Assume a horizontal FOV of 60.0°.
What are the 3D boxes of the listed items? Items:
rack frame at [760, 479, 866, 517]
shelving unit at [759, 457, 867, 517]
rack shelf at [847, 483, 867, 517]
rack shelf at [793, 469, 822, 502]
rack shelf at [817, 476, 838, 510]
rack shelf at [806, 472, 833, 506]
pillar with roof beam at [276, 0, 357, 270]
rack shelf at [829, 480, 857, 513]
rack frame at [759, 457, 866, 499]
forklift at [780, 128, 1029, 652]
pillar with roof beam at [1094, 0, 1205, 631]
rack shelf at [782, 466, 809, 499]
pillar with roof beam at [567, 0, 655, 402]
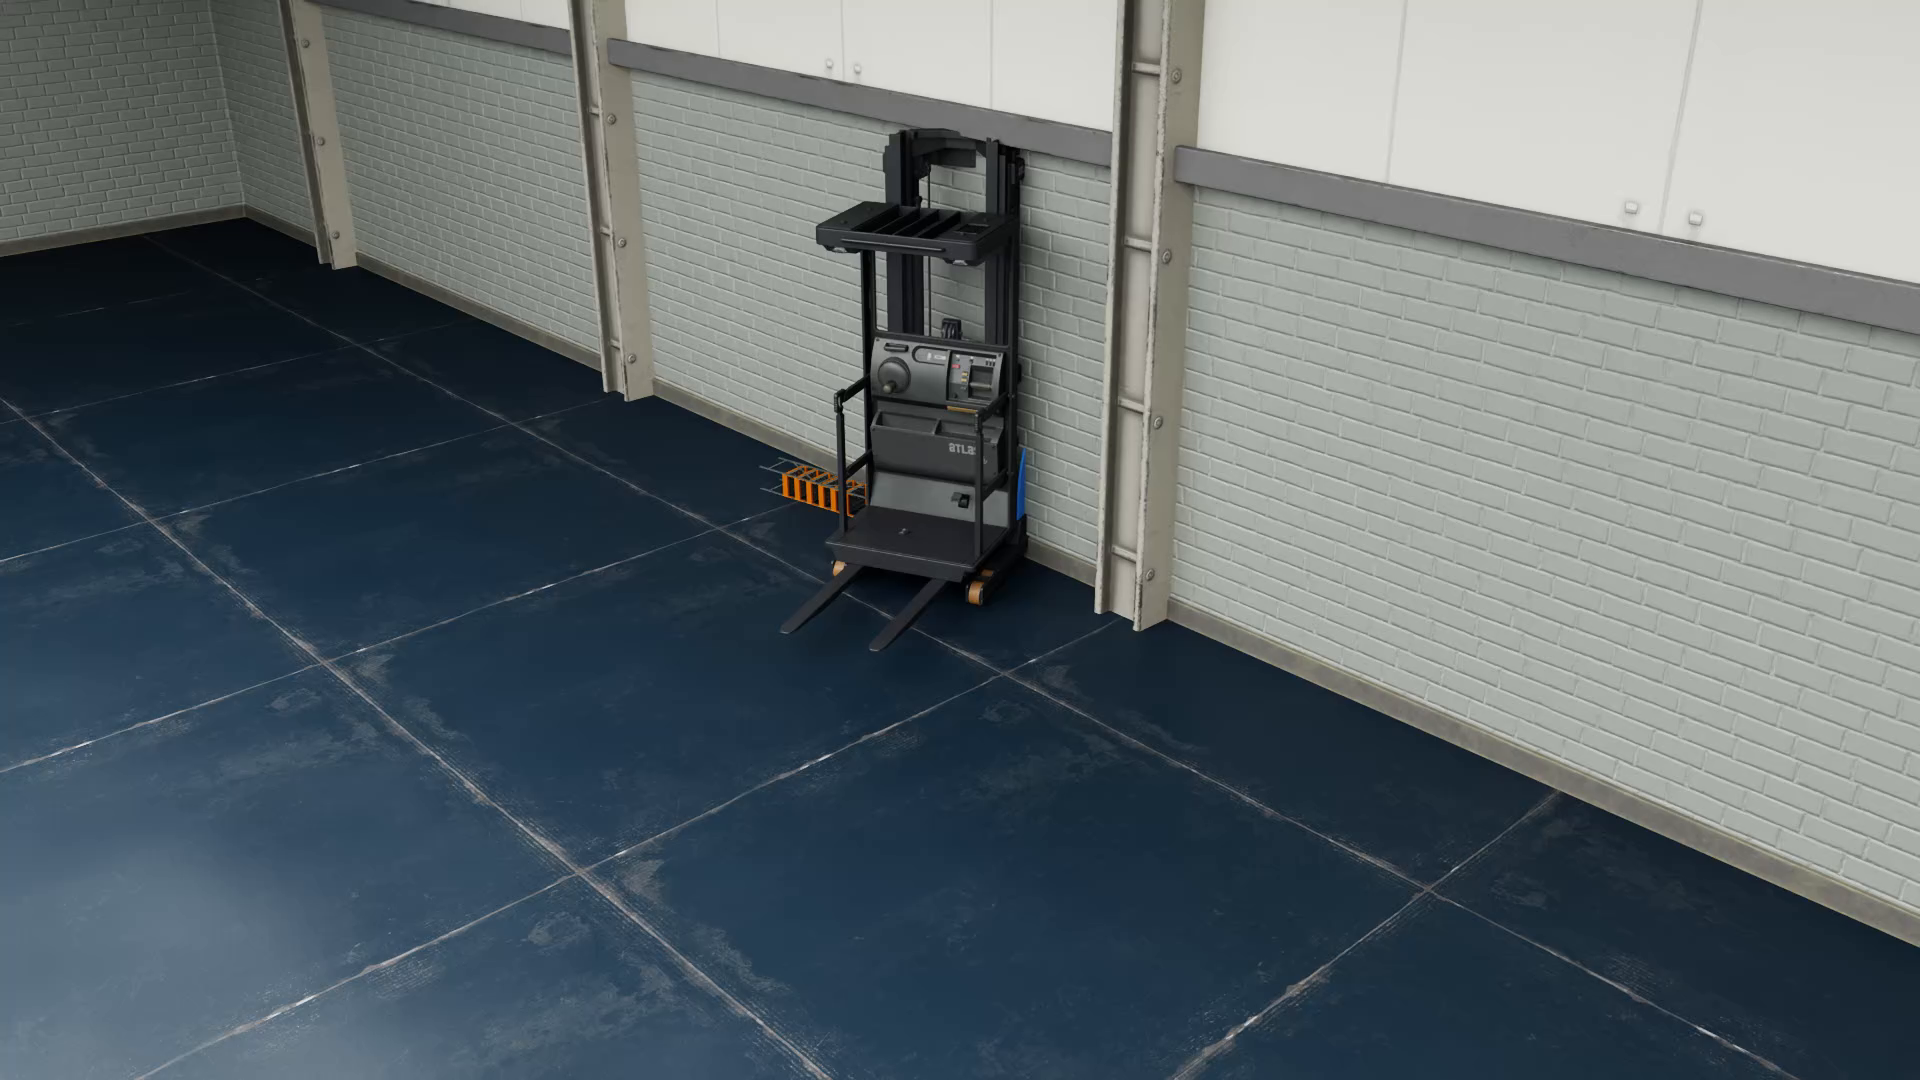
[{"bbox_3d":[-0.996,-0.292,12.674,1.200,0.006,0.240,17,29,32],"label":"rack frame"},{"bbox_3d":[-0.996,-0.375,12.636,1.200,0.189,0.258,17,29,32],"label":"shelving unit"},{"bbox_3d":[-0.766,-0.306,12.483,0.103,0.180,0.258,17,29,32],"label":"rack shelf"},{"bbox_3d":[-1.154,-0.423,12.741,0.103,0.180,0.258,17,29,32],"label":"rack shelf"},{"bbox_3d":[-0.960,-0.364,12.612,0.103,0.180,0.258,17,29,32],"label":"rack shelf"},{"bbox_3d":[-1.057,-0.394,12.677,0.103,0.180,0.258,17,29,32],"label":"rack shelf"},{"bbox_3d":[-10.211,-6.019,14.398,9.100,9.000,0.400,-21,32,-38],"label":"pillar with roof beam"},{"bbox_3d":[-0.863,-0.335,12.548,0.103,0.180,0.258,17,29,32],"label":"rack shelf"},{"bbox_3d":[-0.996,-0.459,12.598,1.200,0.006,0.240,17,29,32],"label":"rack frame"},{"bbox_3d":[-0.235,-1.094,10.913,1.130,2.935,3.031,10,26,20],"label":"forklift"},{"bbox_3d":[-2.009,-2.383,6.429,9.100,9.000,0.400,-21,32,-38],"label":"pillar with roof beam"},{"bbox_3d":[-1.251,-0.453,12.805,0.103,0.180,0.258,17,29,32],"label":"rack shelf"},{"bbox_3d":[-6.110,-4.201,10.414,9.100,9.000,0.400,-21,32,-38],"label":"pillar with roof beam"}]
